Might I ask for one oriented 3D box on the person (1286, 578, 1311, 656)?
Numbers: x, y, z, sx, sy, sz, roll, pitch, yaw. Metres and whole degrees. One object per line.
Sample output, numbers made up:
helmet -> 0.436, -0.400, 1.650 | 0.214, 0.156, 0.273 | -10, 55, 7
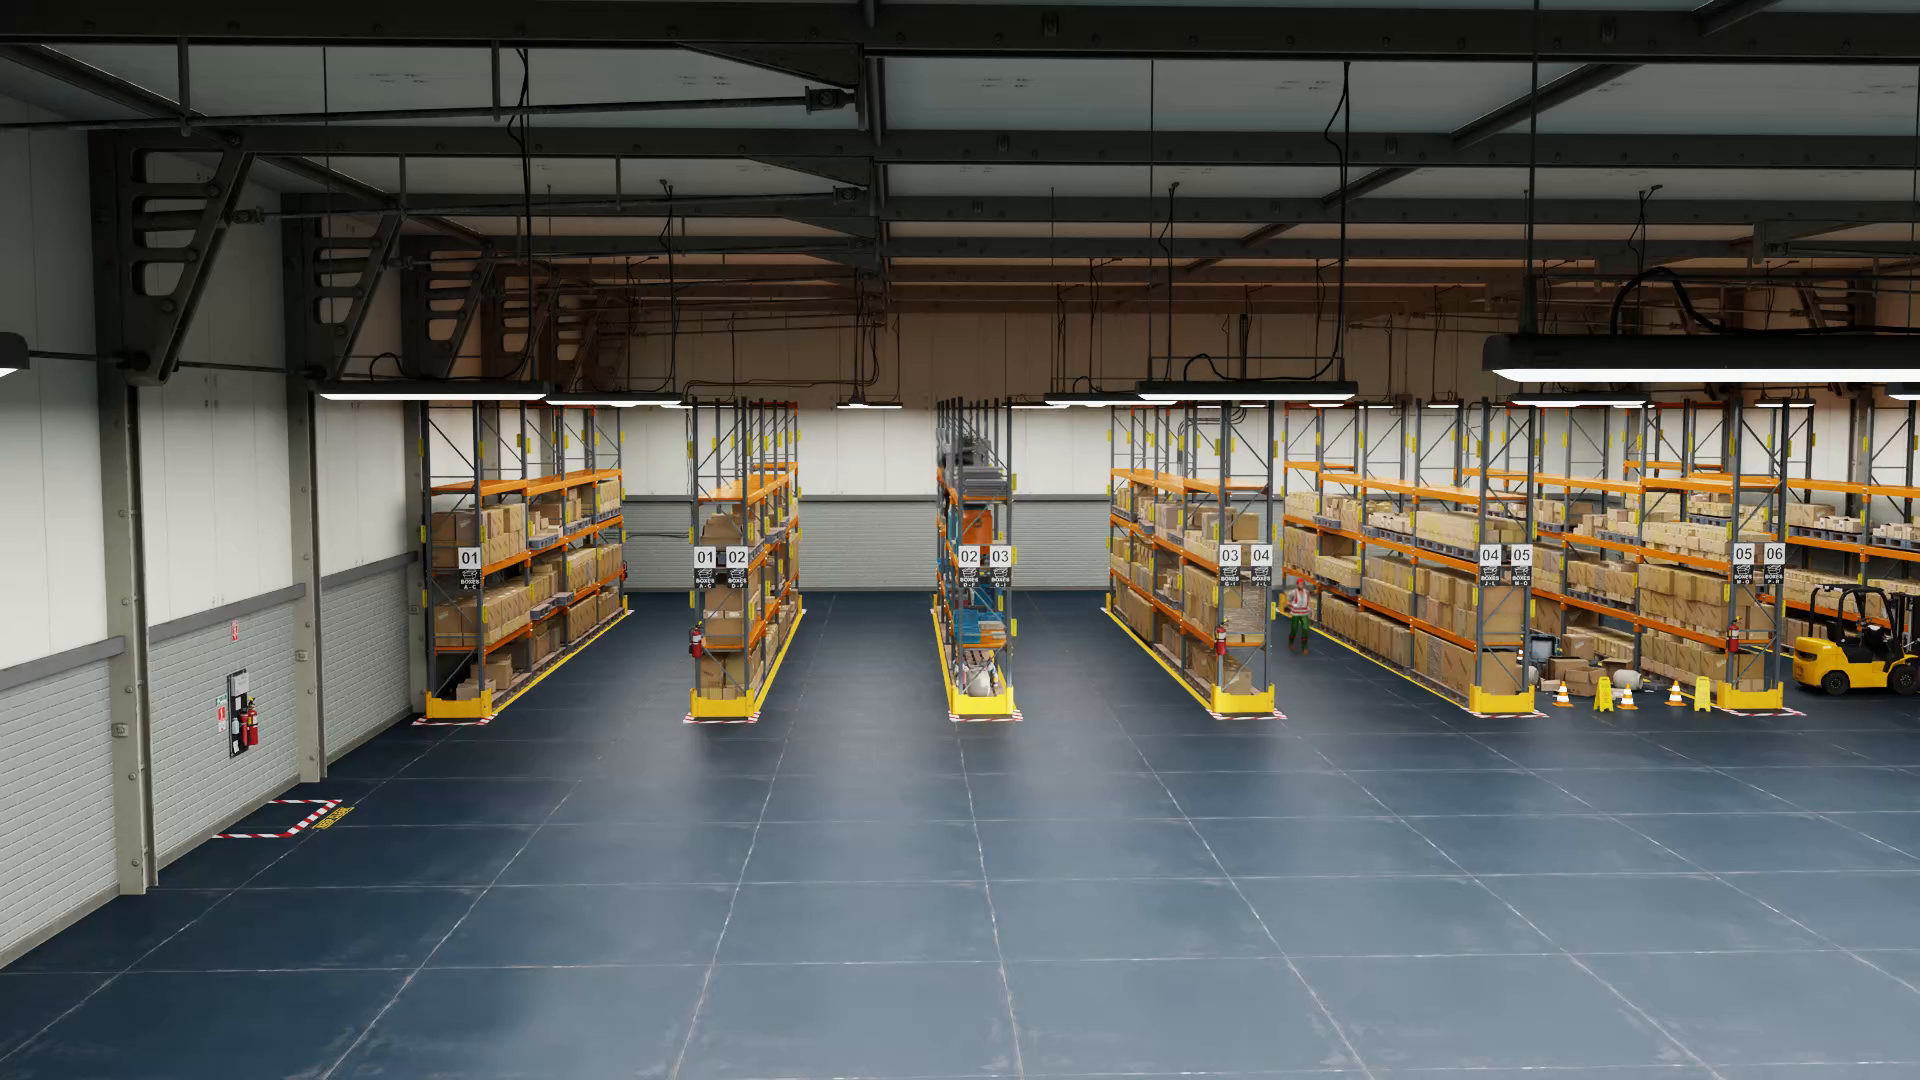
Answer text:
person -> 7.987, 1.782, 39.251 | 0.613, 1.803, 0.952 | 0, 4, -5

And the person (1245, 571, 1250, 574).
person -> 7.962, 1.246, 46.856 | 0.769, 1.804, 0.743 | 1, 5, 17
